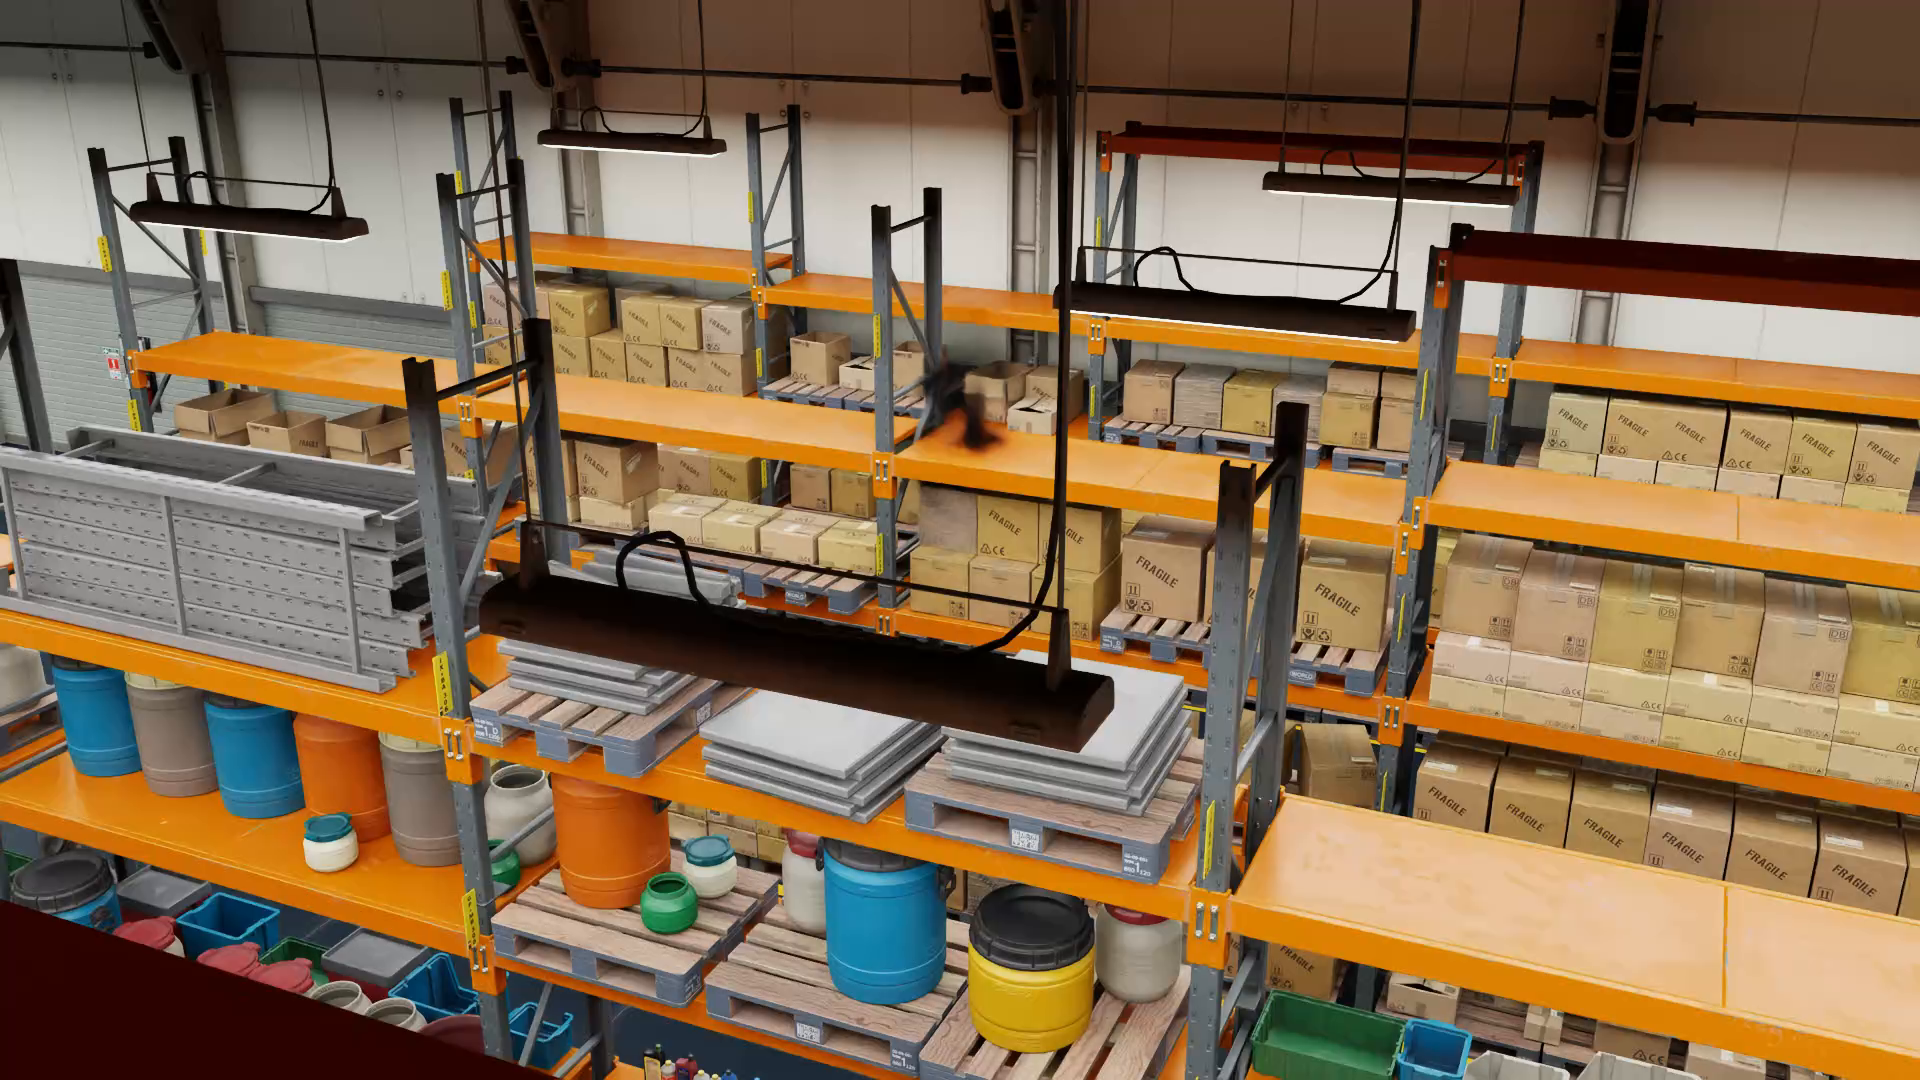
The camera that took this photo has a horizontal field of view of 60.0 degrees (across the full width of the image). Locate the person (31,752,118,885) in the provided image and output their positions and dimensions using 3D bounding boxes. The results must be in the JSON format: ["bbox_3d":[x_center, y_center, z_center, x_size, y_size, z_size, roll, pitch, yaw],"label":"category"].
[{"bbox_3d":[-7.545,2.371,13.961,0.890,1.669,0.618,6,21,17],"label":"person"}]
